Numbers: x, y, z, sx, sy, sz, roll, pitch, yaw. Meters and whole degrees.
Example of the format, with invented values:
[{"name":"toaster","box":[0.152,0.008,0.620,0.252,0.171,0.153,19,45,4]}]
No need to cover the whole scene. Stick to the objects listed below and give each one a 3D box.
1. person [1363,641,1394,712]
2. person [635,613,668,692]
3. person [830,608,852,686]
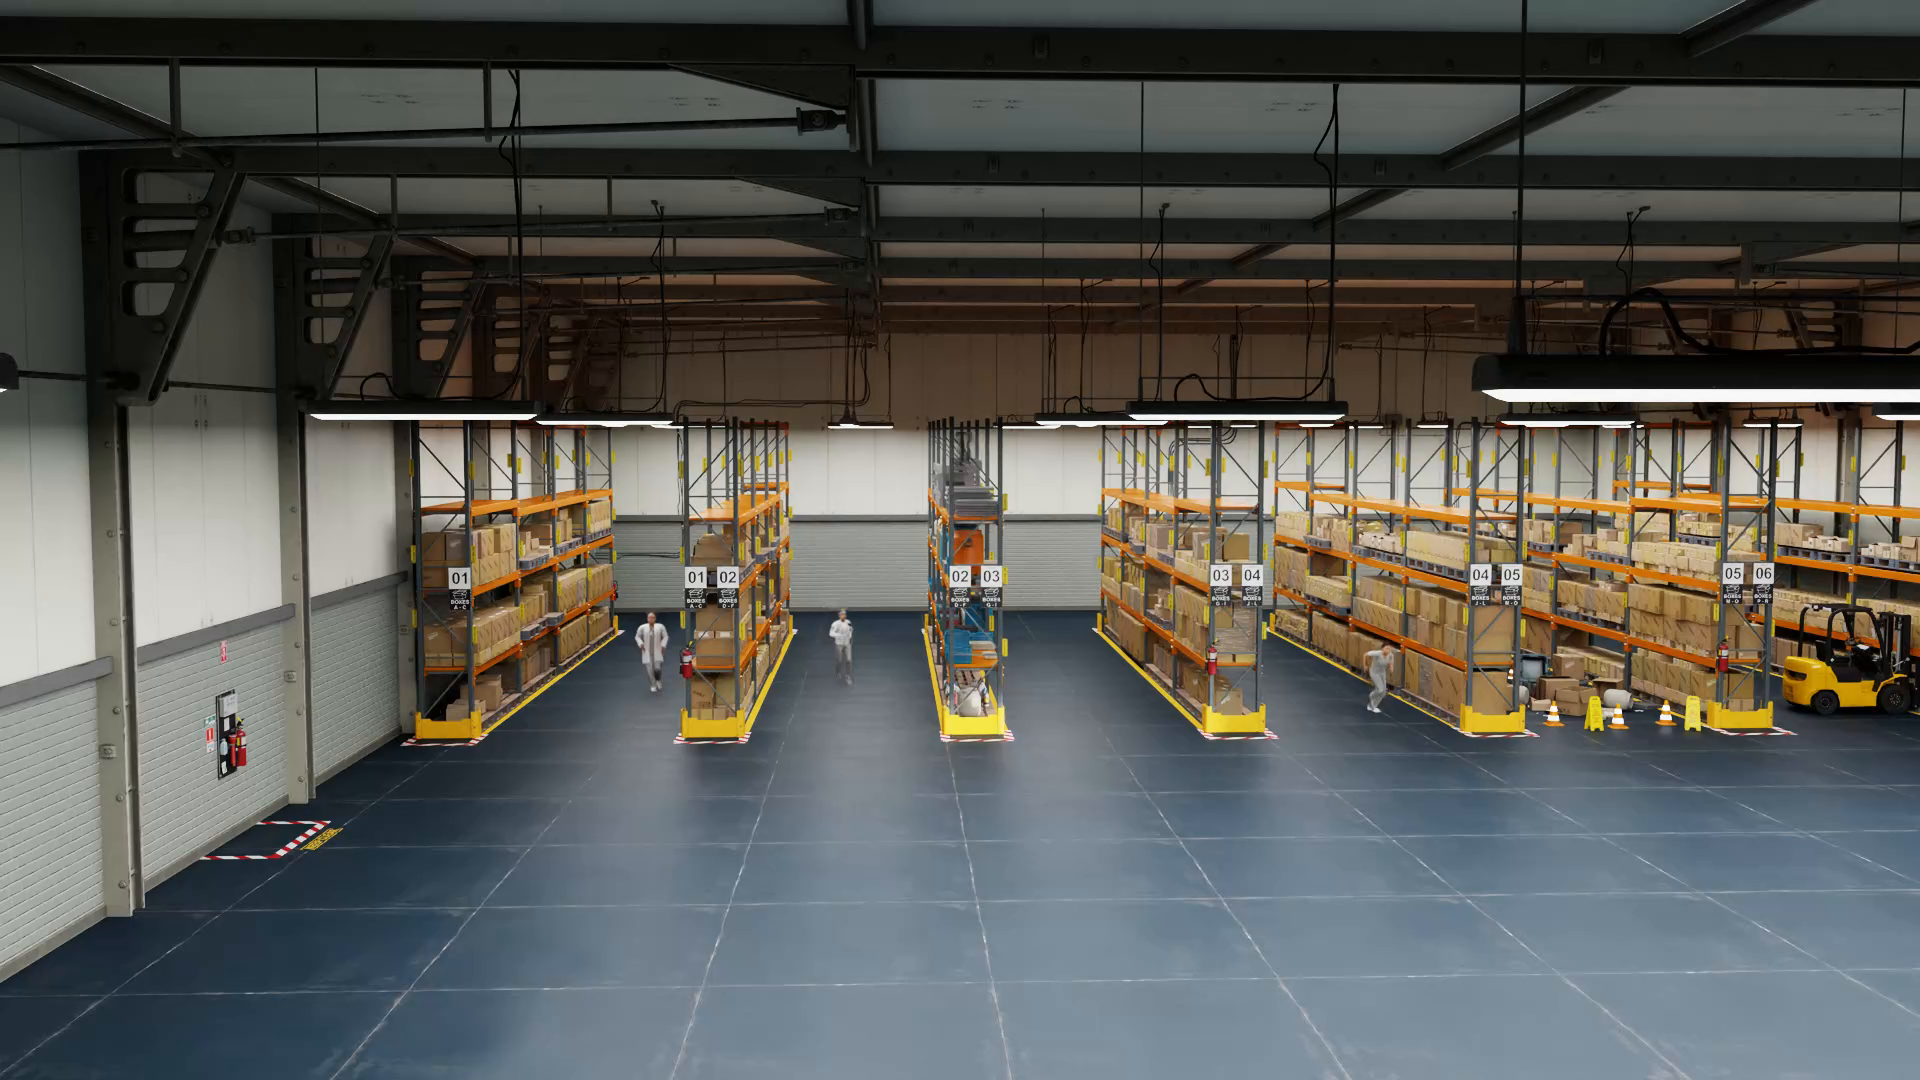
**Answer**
[{"name":"person","box":[8.480,2.775,33.717,0.591,1.503,0.814,-1,4,-16]},{"name":"person","box":[-6.783,2.468,36.544,0.708,1.740,0.633,0,4,-7]},{"name":"person","box":[-2.684,2.410,37.773,0.598,1.738,0.779,-1,4,-18]}]
